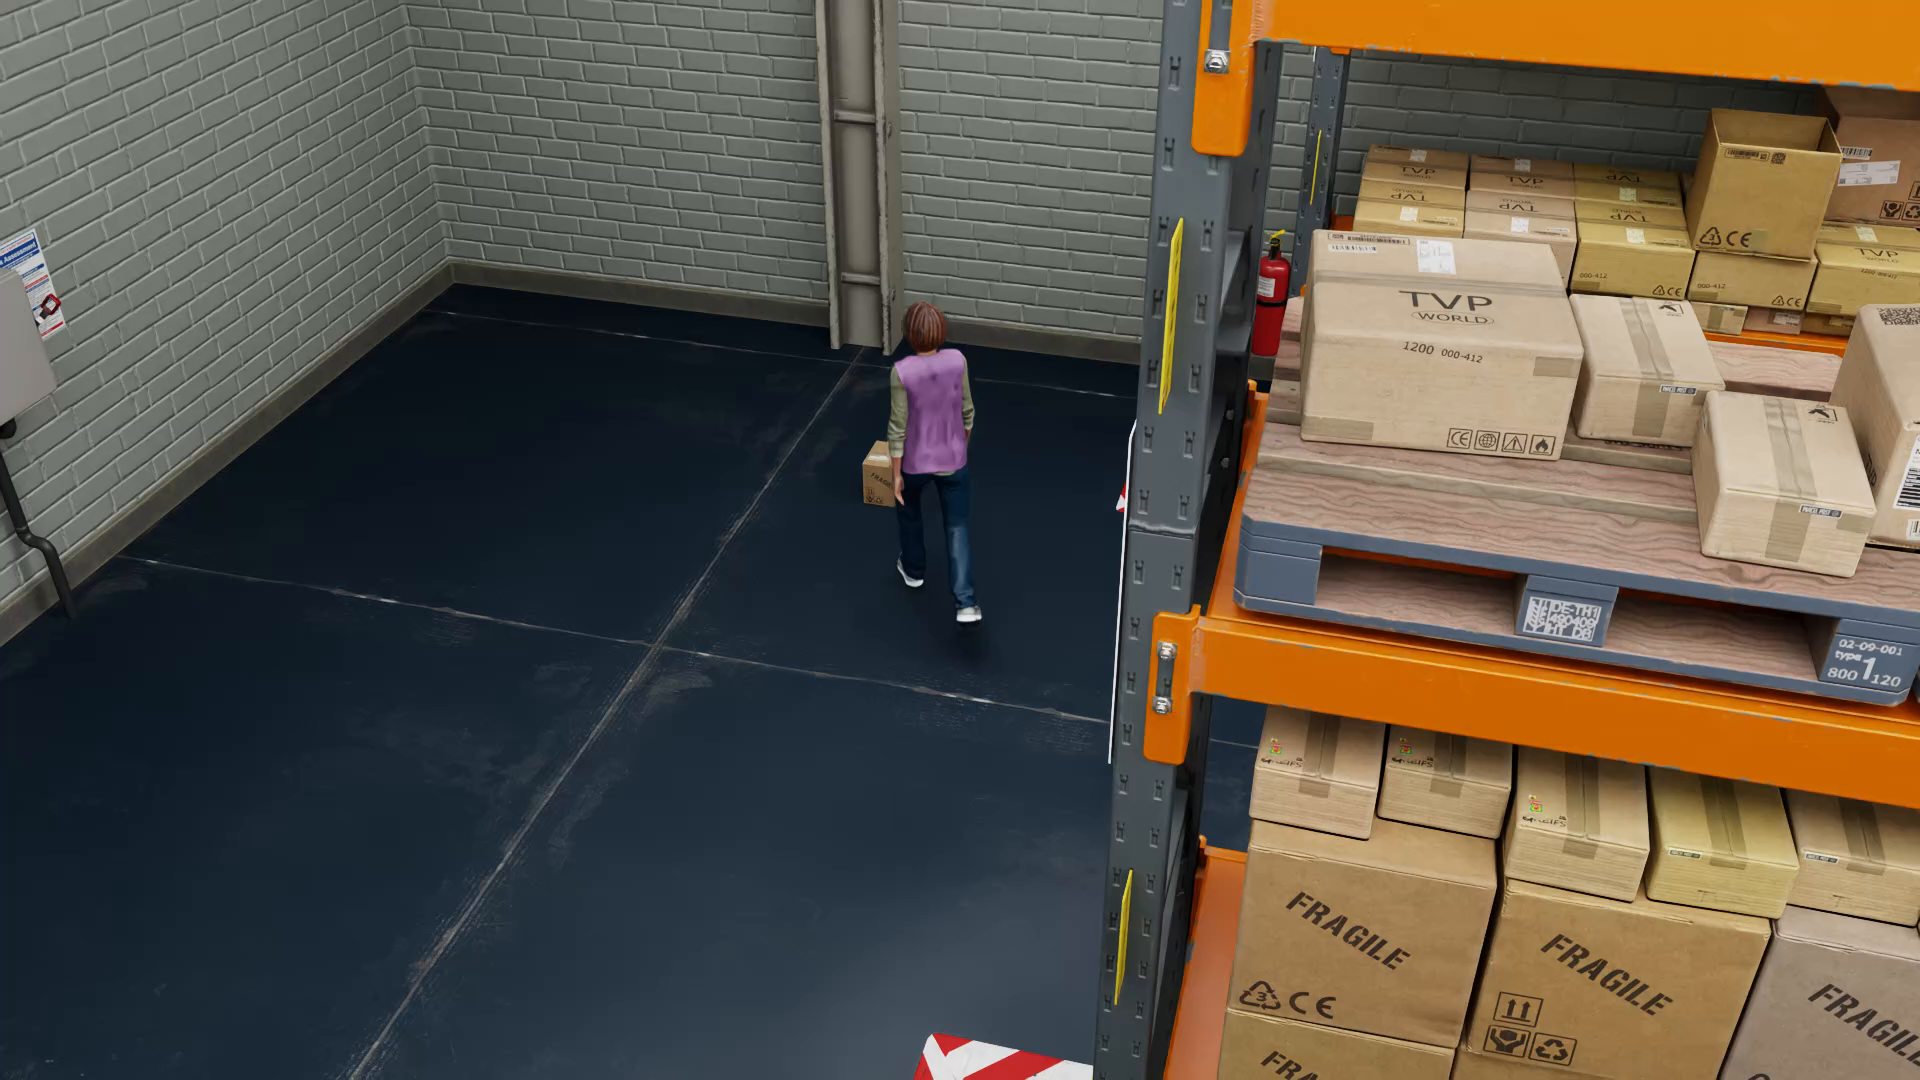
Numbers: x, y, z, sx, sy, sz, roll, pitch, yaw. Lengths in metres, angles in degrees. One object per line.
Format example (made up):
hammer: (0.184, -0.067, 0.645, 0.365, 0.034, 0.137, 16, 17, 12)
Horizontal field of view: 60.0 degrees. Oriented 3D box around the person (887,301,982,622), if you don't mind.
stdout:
person: (-0.123, -0.340, 7.672, 0.425, 1.556, 0.833, -7, 34, -10)
